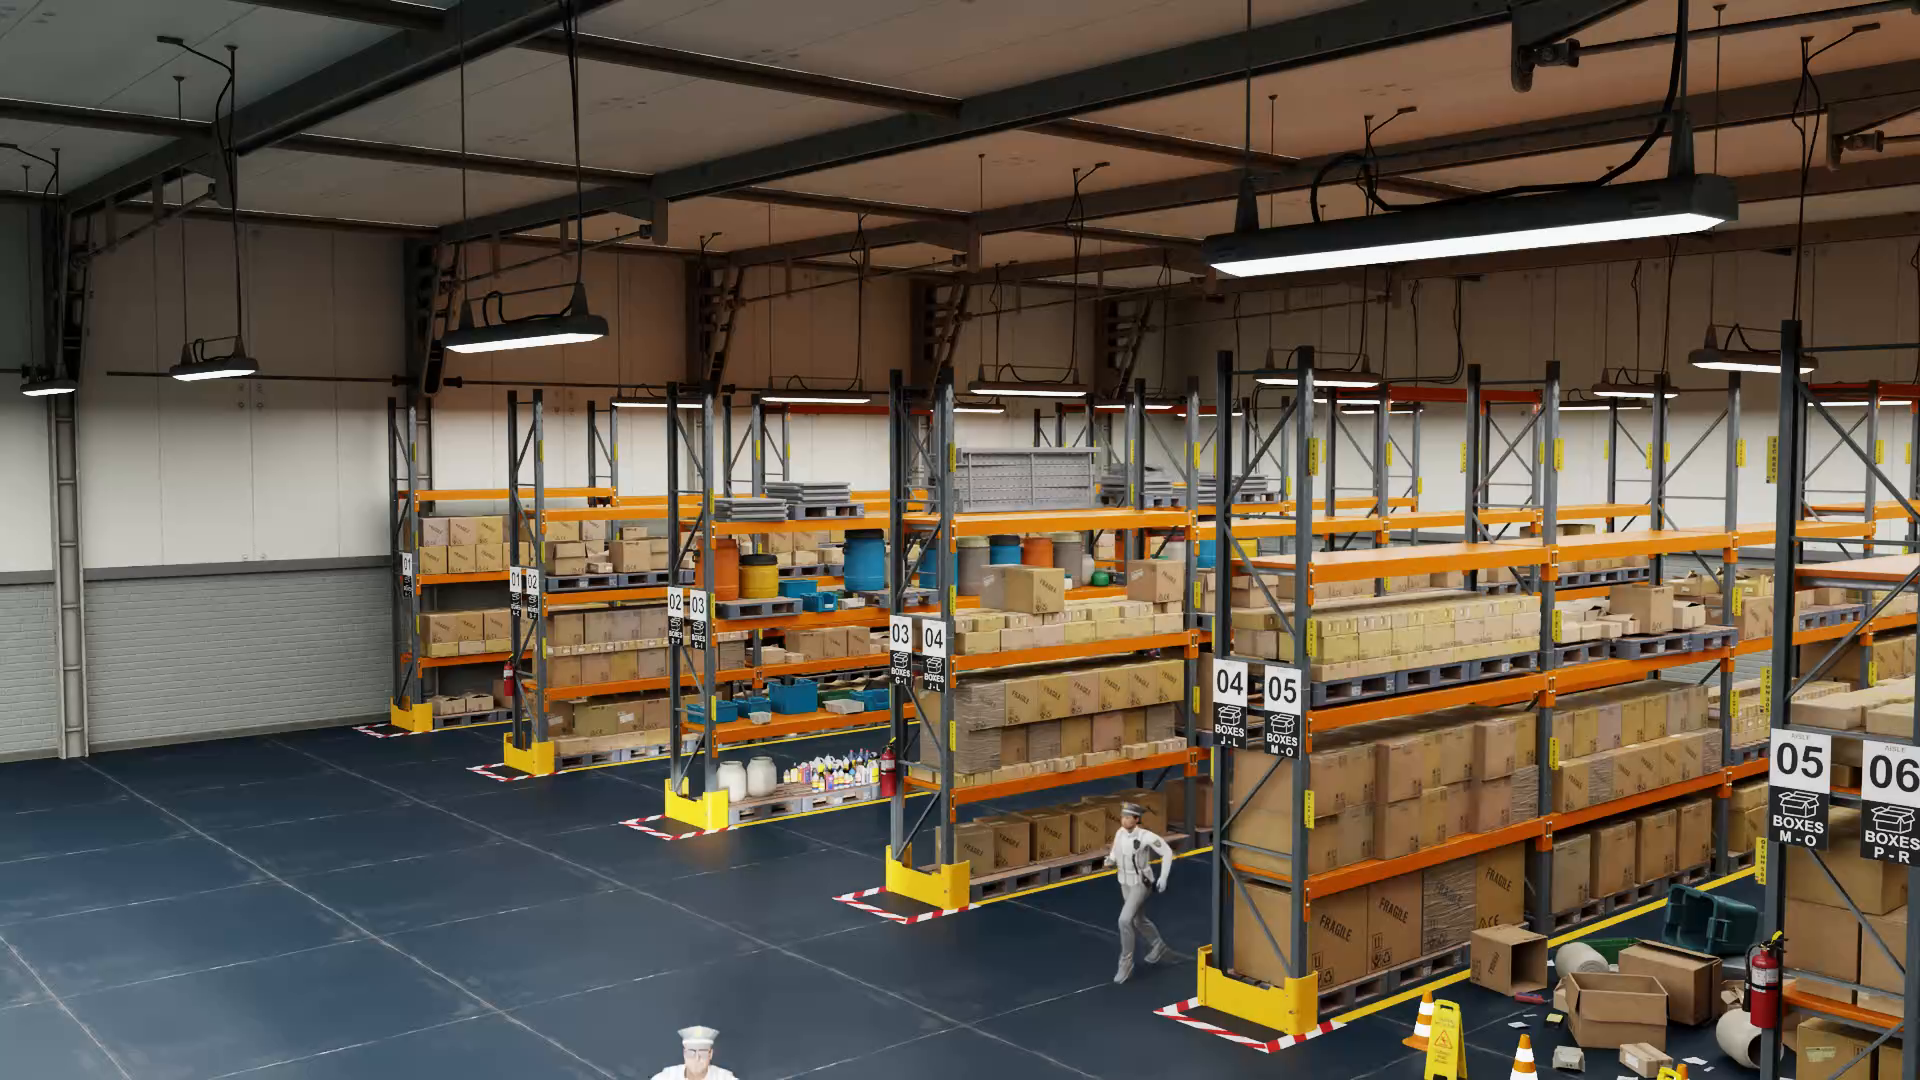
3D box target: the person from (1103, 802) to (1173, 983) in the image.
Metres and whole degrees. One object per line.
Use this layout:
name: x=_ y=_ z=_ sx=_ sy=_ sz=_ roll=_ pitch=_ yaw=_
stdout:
person: x=1.744 y=3.392 z=16.219 sx=0.807 sy=1.722 sz=0.628 roll=-2 pitch=4 yaw=-36

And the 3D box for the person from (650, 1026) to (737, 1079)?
person: x=-1.556 y=3.712 z=9.726 sx=0.652 sy=1.773 sz=0.653 roll=-1 pitch=3 yaw=-12
